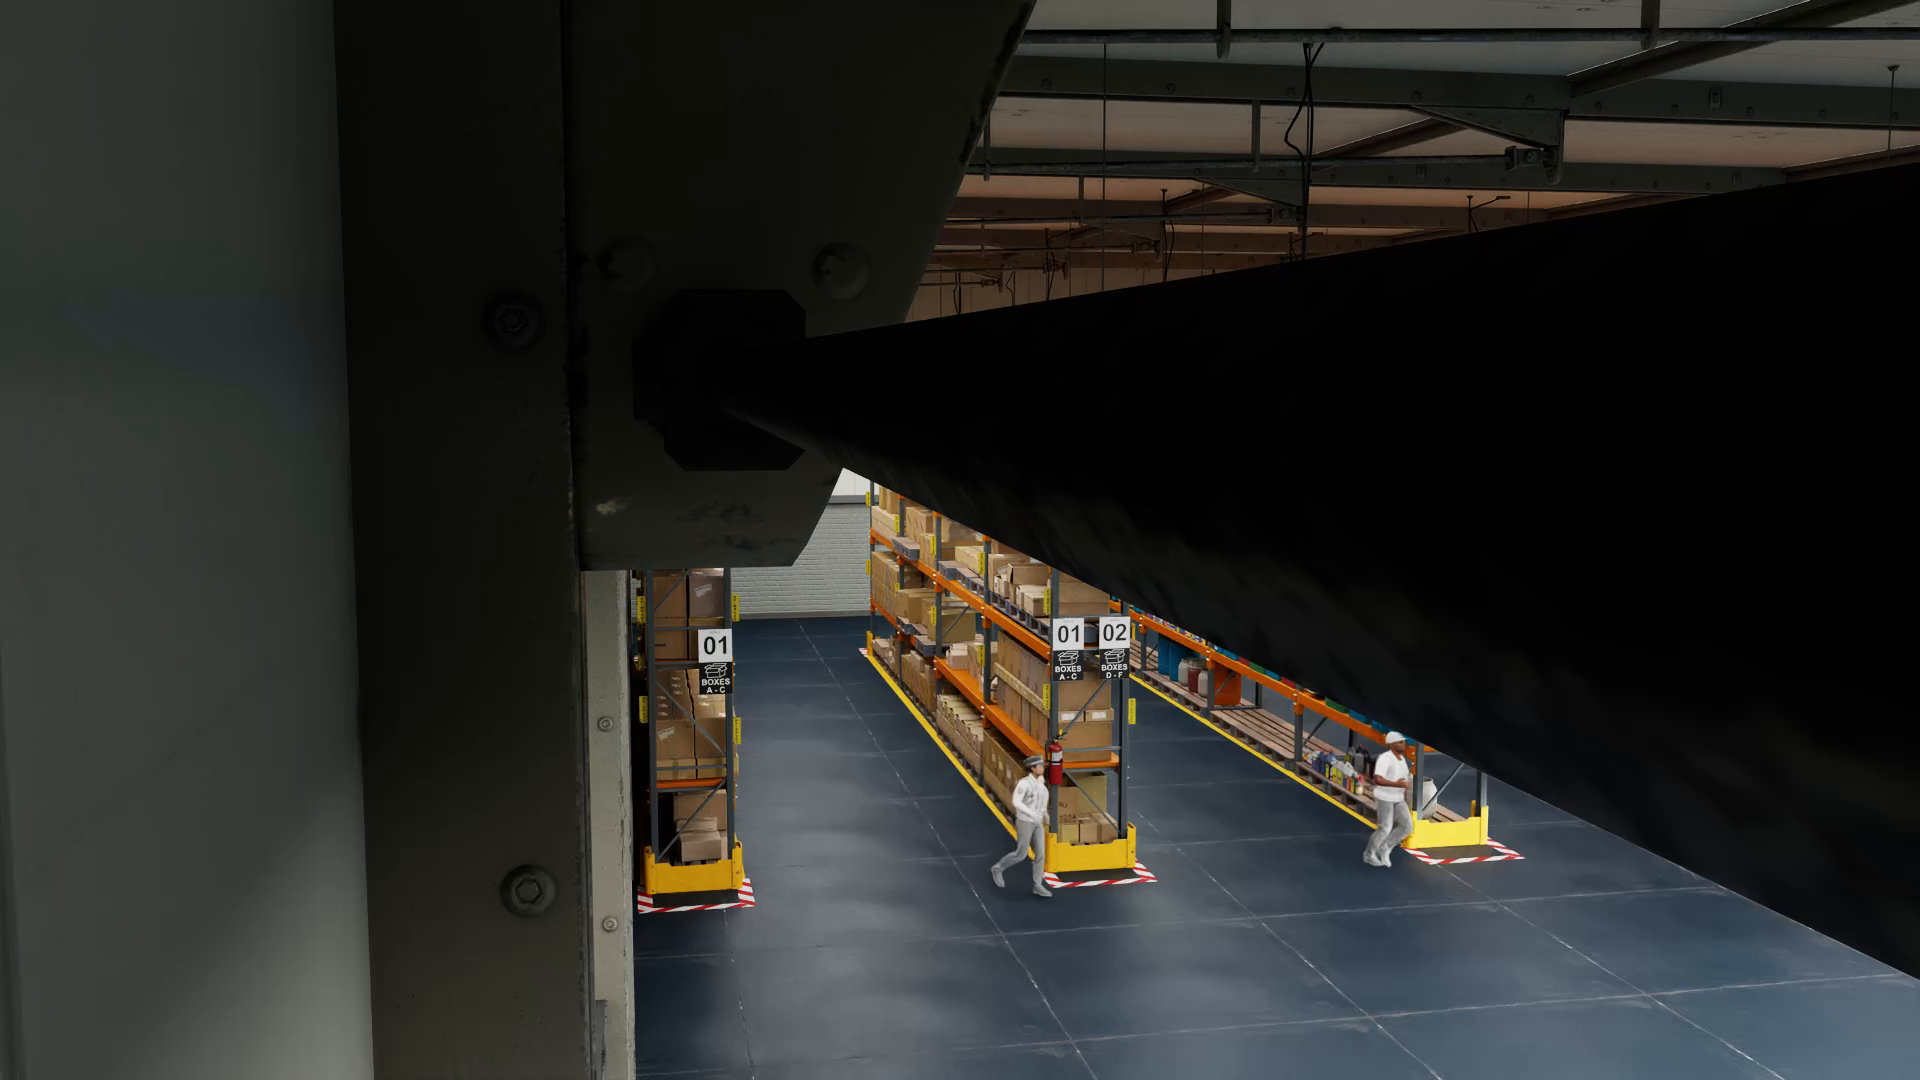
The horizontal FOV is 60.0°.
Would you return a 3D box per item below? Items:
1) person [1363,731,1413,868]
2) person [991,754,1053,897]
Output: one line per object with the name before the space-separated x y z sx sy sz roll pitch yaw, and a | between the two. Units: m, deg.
person | 5.492 3.282 21.014 0.703 1.753 0.658 -6 8 -43
person | 0.865 3.401 20.094 0.837 1.656 0.675 5 8 39
